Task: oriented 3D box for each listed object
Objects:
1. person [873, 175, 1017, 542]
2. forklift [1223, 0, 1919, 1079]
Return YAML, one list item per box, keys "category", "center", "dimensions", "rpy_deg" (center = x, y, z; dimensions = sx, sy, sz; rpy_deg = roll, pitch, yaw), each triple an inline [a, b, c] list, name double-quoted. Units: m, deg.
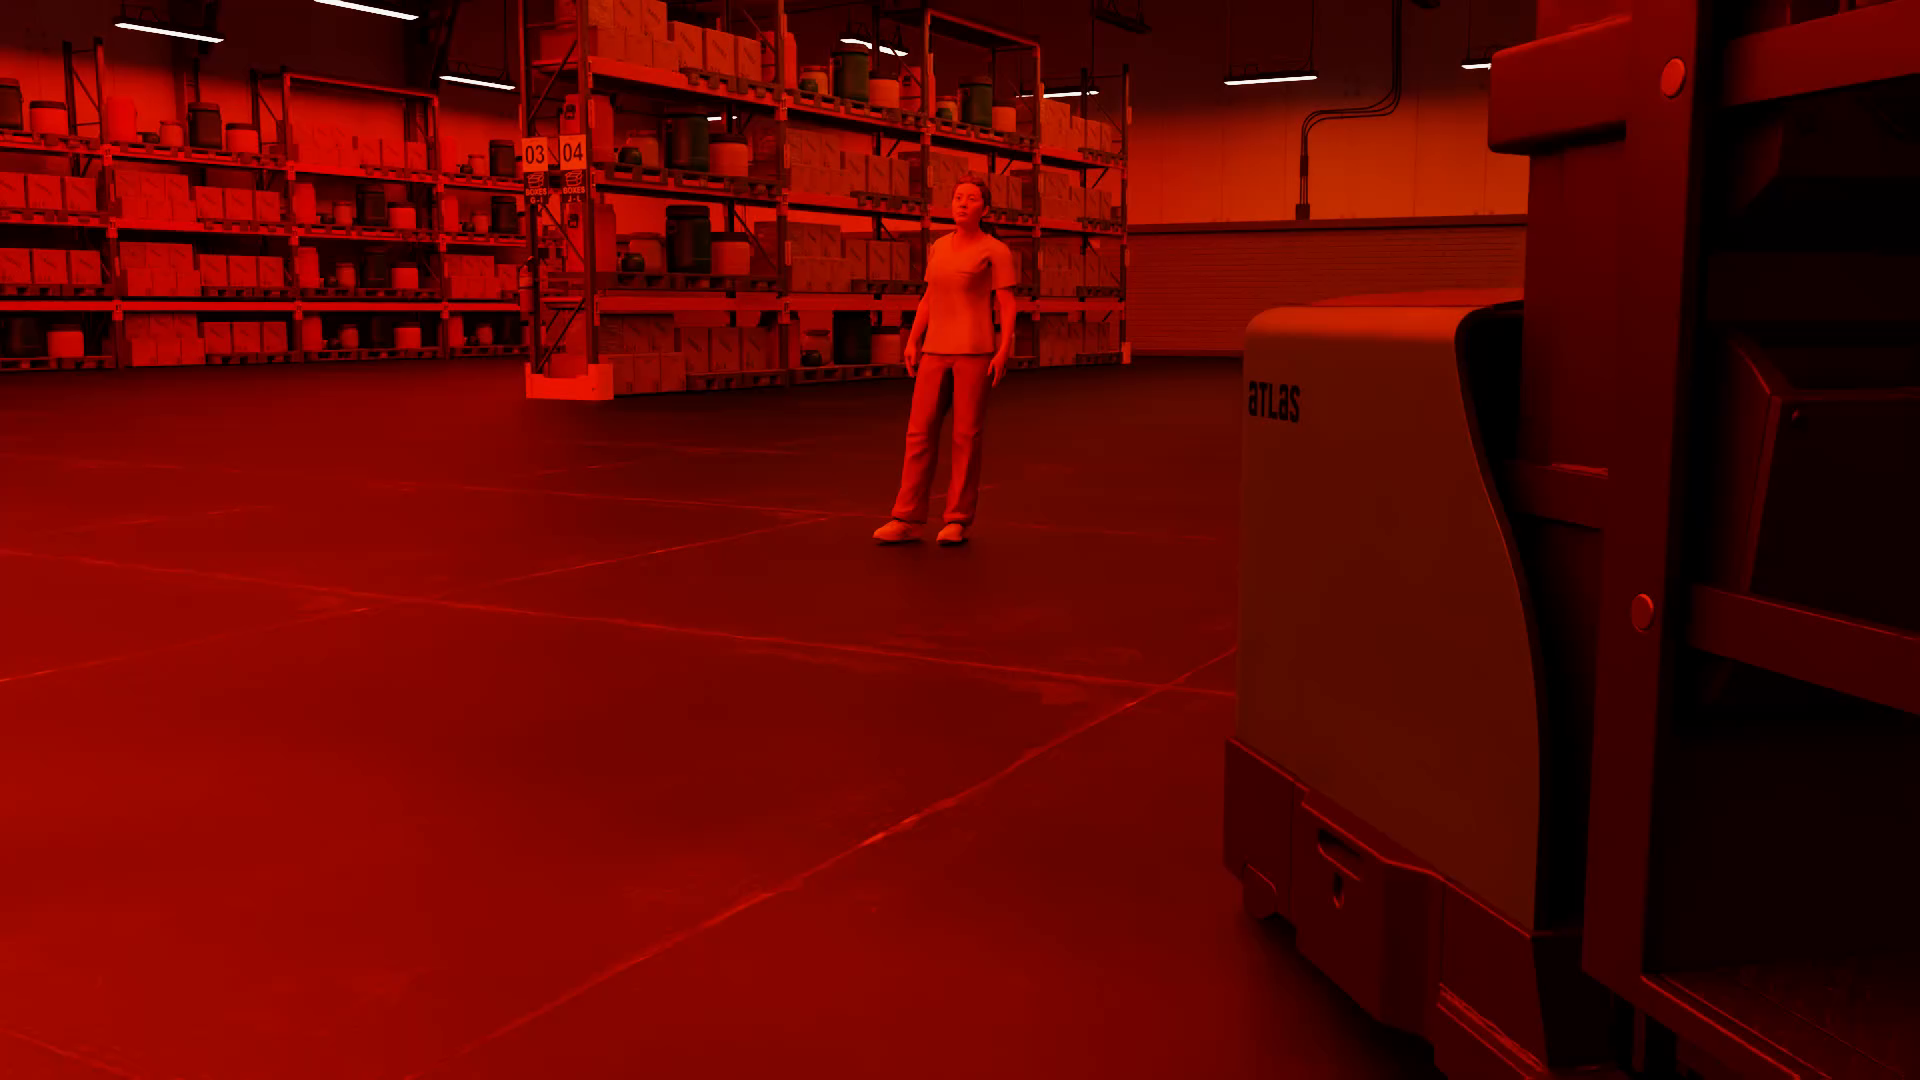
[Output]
- category: "person"
  center: [-0.046, -0.829, 7.640]
  dimensions: [0.553, 1.675, 0.549]
  rpy_deg: [4, 9, 29]
- category: "forklift"
  center: [1.303, -0.616, 1.560]
  dimensions: [1.130, 2.935, 3.031]
  rpy_deg: [-2, 8, -13]
